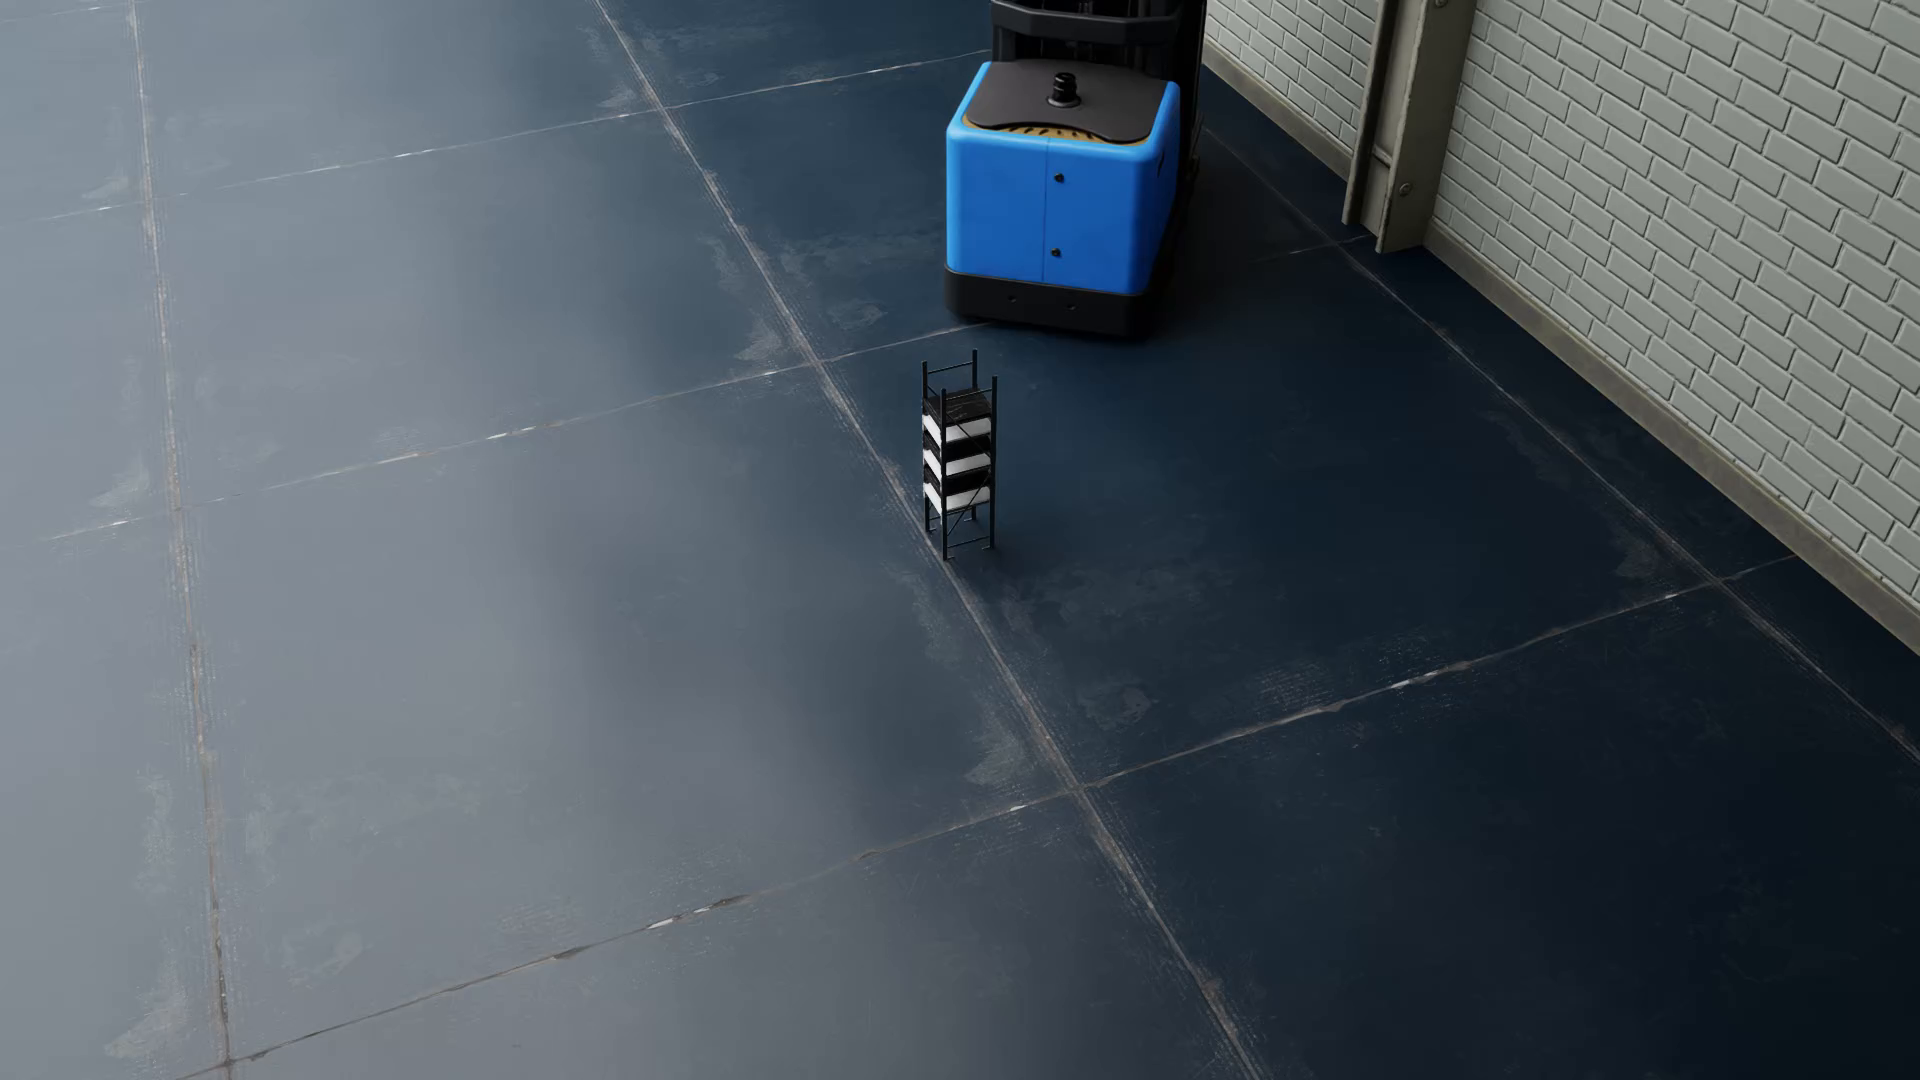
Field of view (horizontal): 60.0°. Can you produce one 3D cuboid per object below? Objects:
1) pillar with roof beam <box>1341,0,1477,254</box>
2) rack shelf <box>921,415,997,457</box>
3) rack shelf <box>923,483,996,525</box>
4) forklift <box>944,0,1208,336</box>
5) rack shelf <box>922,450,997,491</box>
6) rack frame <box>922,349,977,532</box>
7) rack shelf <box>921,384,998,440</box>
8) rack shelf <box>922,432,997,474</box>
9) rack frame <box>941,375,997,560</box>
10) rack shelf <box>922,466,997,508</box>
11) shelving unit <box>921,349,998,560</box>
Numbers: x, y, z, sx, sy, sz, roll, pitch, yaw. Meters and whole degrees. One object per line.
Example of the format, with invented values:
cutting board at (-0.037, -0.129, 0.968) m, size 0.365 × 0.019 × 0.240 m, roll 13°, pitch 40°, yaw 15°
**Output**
pillar with roof beam at (-1.622, -4.051, 5.060) m, size 9.100 × 9.000 × 0.400 m, roll -15°, pitch 43°, yaw -17°
rack shelf at (-0.003, -0.457, 6.867) m, size 0.258 × 0.077 × 0.200 m, roll -15°, pitch 43°, yaw -17°
rack shelf at (-0.003, -0.184, 7.101) m, size 0.258 × 0.077 × 0.200 m, roll -15°, pitch 43°, yaw -17°
forklift at (0.771, -3.101, 8.608) m, size 1.130 × 2.935 × 3.031 m, roll 9°, pitch 42°, yaw 11°
rack shelf at (-0.003, -0.321, 6.984) m, size 0.258 × 0.077 × 0.200 m, roll -15°, pitch 43°, yaw -17°
rack frame at (-0.042, -0.407, 7.034) m, size 0.240 × 0.900 × 0.006 m, roll -15°, pitch 43°, yaw -17°
rack shelf at (-0.003, -0.526, 6.808) m, size 0.258 × 0.077 × 0.200 m, roll -15°, pitch 43°, yaw -17°
rack shelf at (-0.003, -0.389, 6.925) m, size 0.258 × 0.077 × 0.200 m, roll -15°, pitch 43°, yaw -17°
rack frame at (0.036, -0.285, 6.891) m, size 0.240 × 0.900 × 0.006 m, roll -15°, pitch 43°, yaw -17°
rack shelf at (-0.003, -0.253, 7.043) m, size 0.258 × 0.077 × 0.200 m, roll -15°, pitch 43°, yaw -17°
shelving unit at (-0.003, -0.346, 6.962) m, size 0.258 × 0.900 × 0.210 m, roll -15°, pitch 43°, yaw -17°
